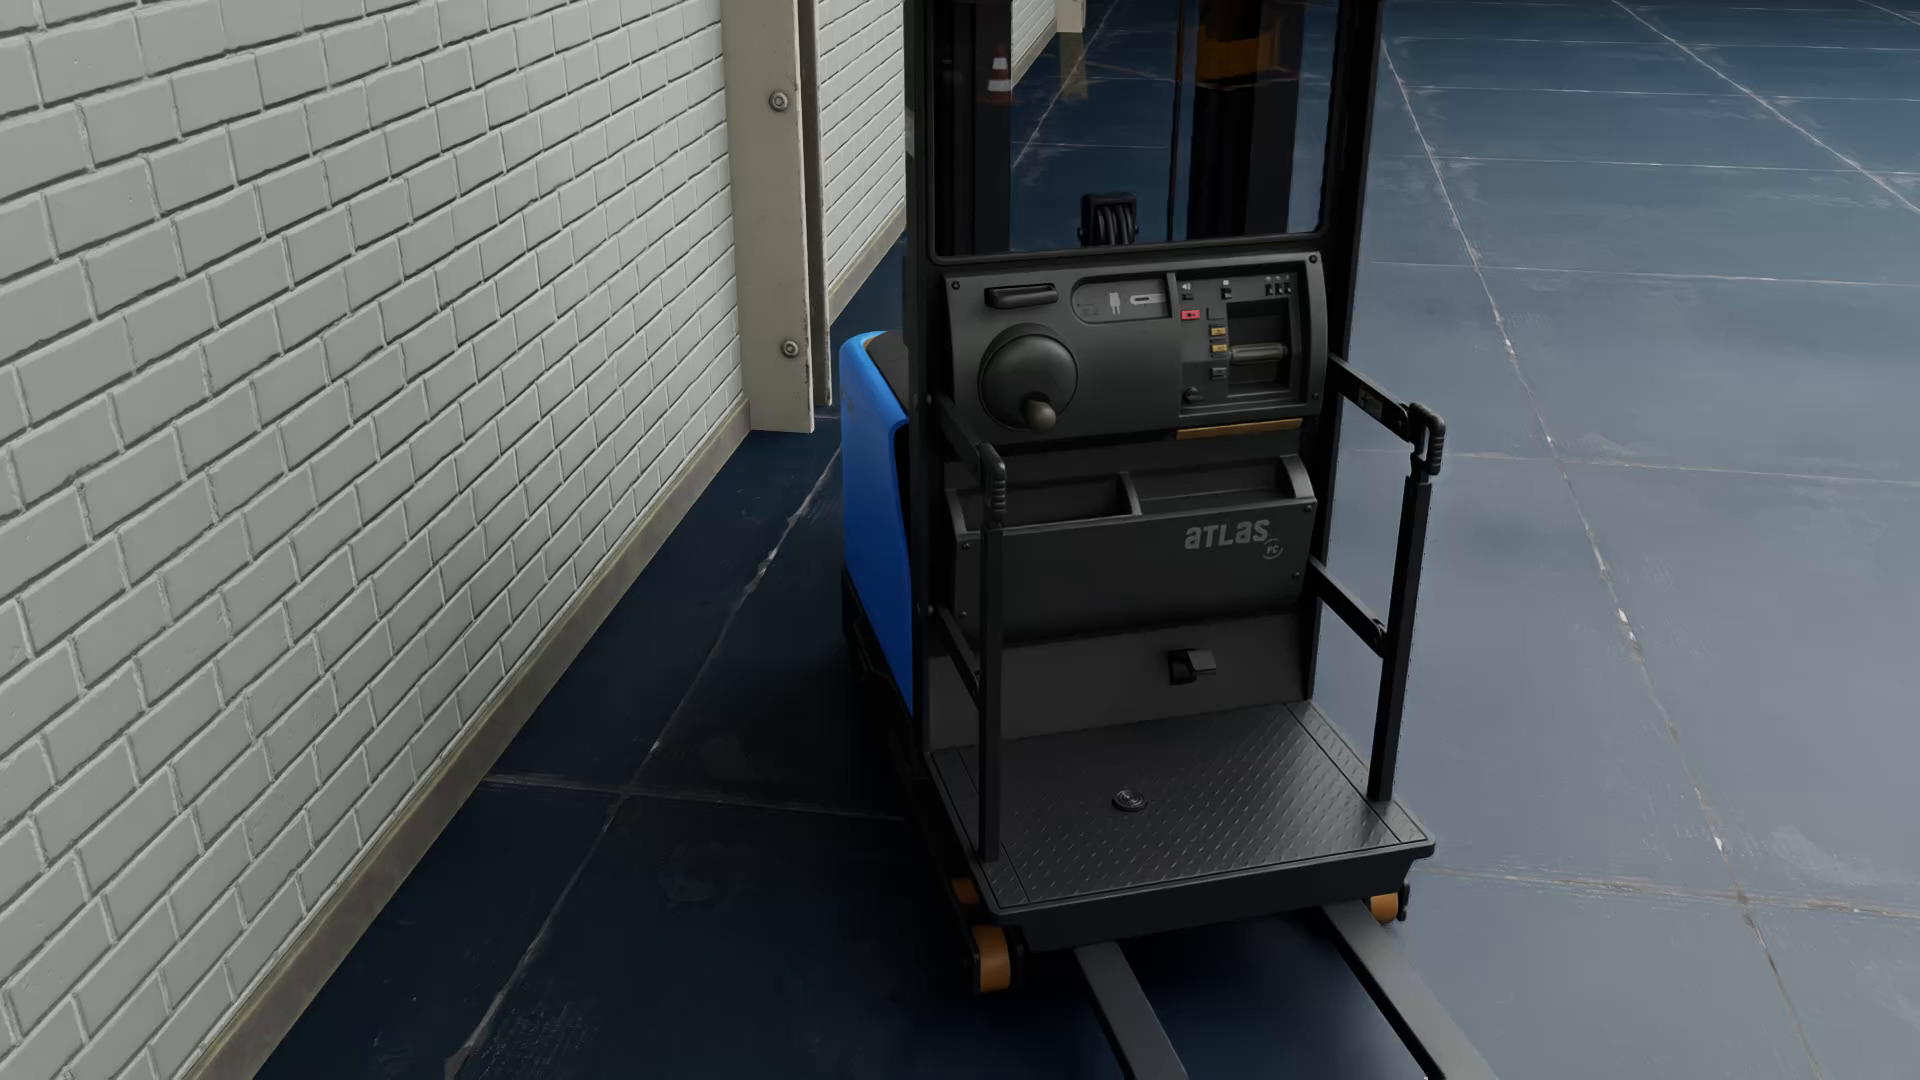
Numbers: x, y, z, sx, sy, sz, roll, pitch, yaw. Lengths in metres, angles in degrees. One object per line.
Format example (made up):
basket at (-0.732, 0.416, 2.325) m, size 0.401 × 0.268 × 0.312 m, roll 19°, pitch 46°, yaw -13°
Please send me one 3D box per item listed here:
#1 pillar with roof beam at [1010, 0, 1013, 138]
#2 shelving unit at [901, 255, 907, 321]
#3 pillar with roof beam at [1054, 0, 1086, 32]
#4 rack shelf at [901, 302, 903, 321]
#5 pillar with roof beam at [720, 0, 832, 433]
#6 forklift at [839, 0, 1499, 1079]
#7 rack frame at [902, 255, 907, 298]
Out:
pillar with roof beam at (4.460, -6.846, 10.261) m, size 9.100 × 9.000 × 0.400 m, roll 4°, pitch 25°, yaw 9°
shelving unit at (-0.027, -0.474, 5.848) m, size 0.258 × 1.200 × 0.503 m, roll 4°, pitch 25°, yaw 9°
pillar with roof beam at (5.441, -9.355, 15.622) m, size 9.100 × 9.000 × 0.400 m, roll 4°, pitch 25°, yaw 9°
rack shelf at (-0.027, -0.830, 5.681) m, size 0.258 × 0.148 × 0.480 m, roll 4°, pitch 25°, yaw 9°
pillar with roof beam at (3.480, -4.337, 4.900) m, size 9.100 × 9.000 × 0.400 m, roll 4°, pitch 25°, yaw 9°
forklift at (0.479, -0.433, 3.717) m, size 1.130 × 2.935 × 3.031 m, roll -6°, pitch 26°, yaw -13°
rack frame at (-0.067, -0.372, 5.630) m, size 0.240 × 1.200 × 0.015 m, roll 4°, pitch 25°, yaw 9°
